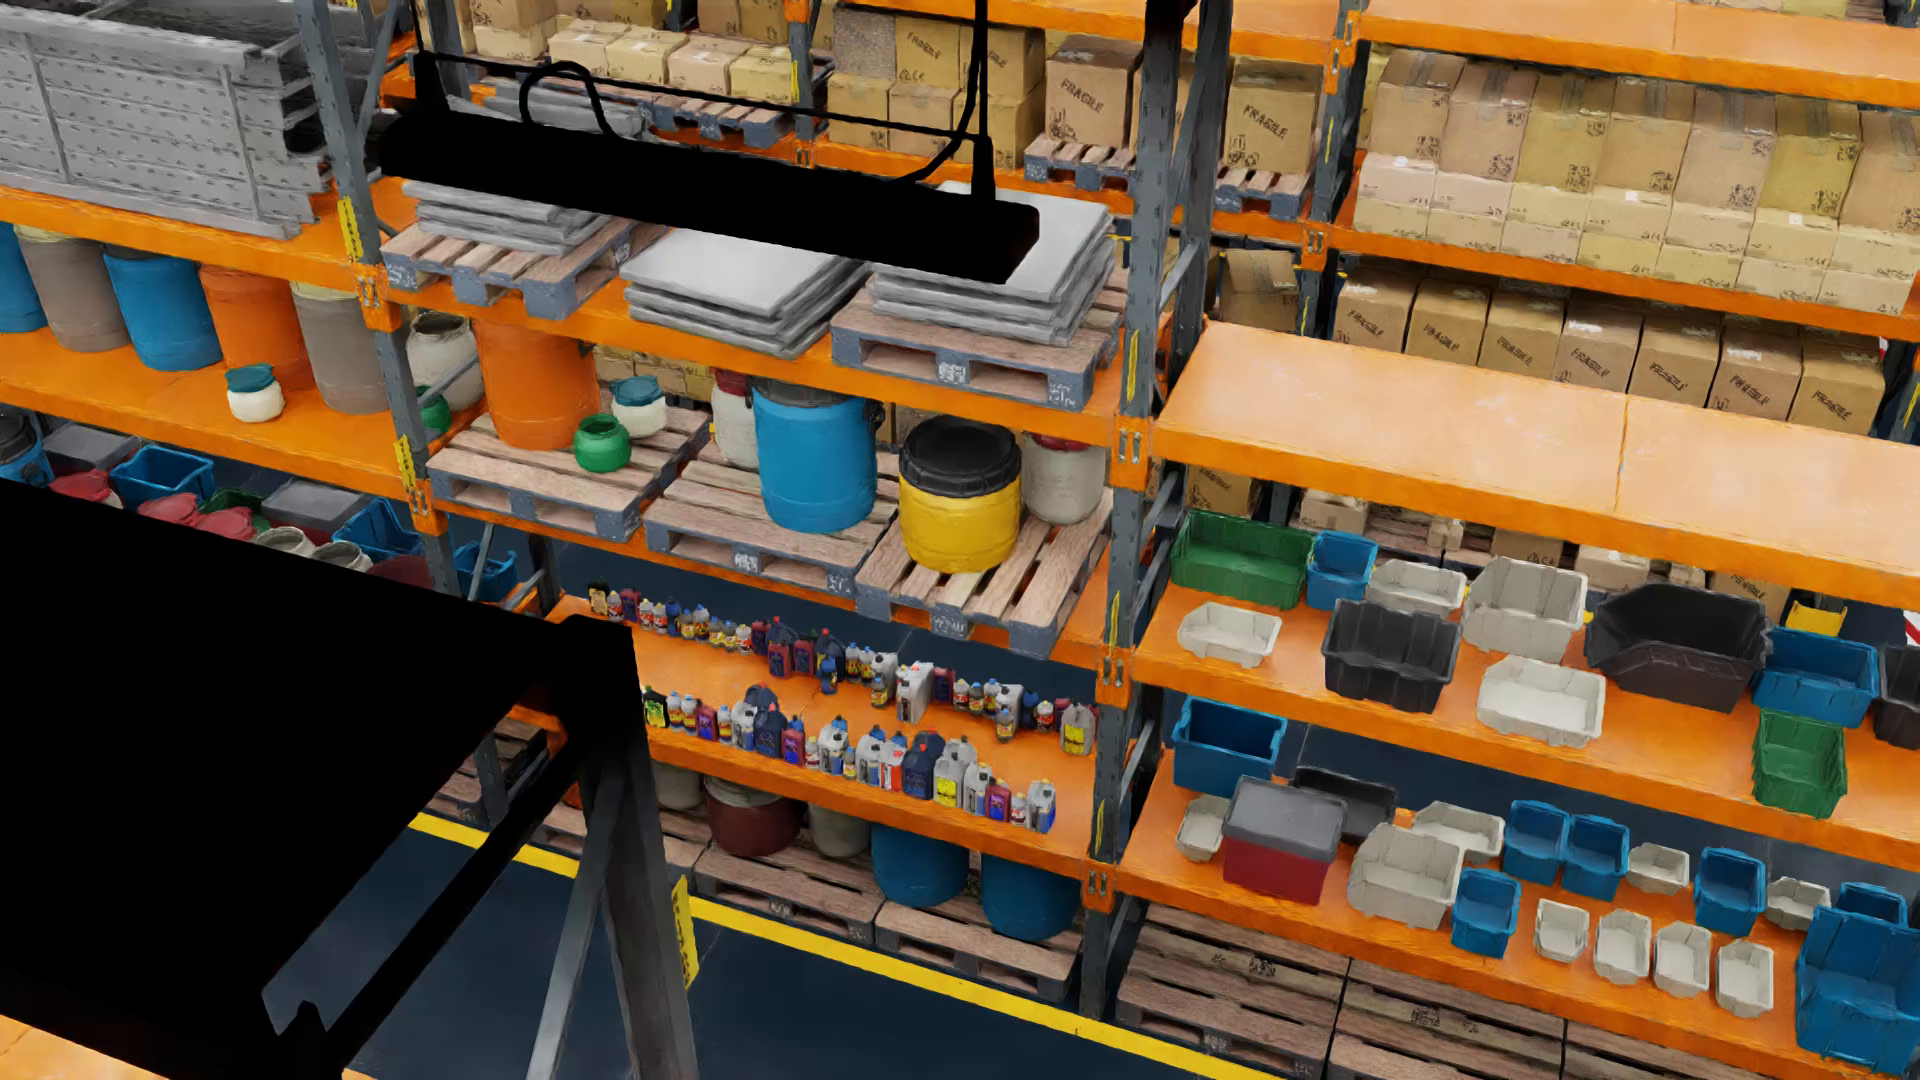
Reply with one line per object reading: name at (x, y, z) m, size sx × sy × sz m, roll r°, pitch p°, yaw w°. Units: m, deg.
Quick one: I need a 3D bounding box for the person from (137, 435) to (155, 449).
person at (-6.544, -0.809, 13.140) m, size 0.506 × 1.619 × 0.580 m, roll 12°, pitch 38°, yaw 16°
